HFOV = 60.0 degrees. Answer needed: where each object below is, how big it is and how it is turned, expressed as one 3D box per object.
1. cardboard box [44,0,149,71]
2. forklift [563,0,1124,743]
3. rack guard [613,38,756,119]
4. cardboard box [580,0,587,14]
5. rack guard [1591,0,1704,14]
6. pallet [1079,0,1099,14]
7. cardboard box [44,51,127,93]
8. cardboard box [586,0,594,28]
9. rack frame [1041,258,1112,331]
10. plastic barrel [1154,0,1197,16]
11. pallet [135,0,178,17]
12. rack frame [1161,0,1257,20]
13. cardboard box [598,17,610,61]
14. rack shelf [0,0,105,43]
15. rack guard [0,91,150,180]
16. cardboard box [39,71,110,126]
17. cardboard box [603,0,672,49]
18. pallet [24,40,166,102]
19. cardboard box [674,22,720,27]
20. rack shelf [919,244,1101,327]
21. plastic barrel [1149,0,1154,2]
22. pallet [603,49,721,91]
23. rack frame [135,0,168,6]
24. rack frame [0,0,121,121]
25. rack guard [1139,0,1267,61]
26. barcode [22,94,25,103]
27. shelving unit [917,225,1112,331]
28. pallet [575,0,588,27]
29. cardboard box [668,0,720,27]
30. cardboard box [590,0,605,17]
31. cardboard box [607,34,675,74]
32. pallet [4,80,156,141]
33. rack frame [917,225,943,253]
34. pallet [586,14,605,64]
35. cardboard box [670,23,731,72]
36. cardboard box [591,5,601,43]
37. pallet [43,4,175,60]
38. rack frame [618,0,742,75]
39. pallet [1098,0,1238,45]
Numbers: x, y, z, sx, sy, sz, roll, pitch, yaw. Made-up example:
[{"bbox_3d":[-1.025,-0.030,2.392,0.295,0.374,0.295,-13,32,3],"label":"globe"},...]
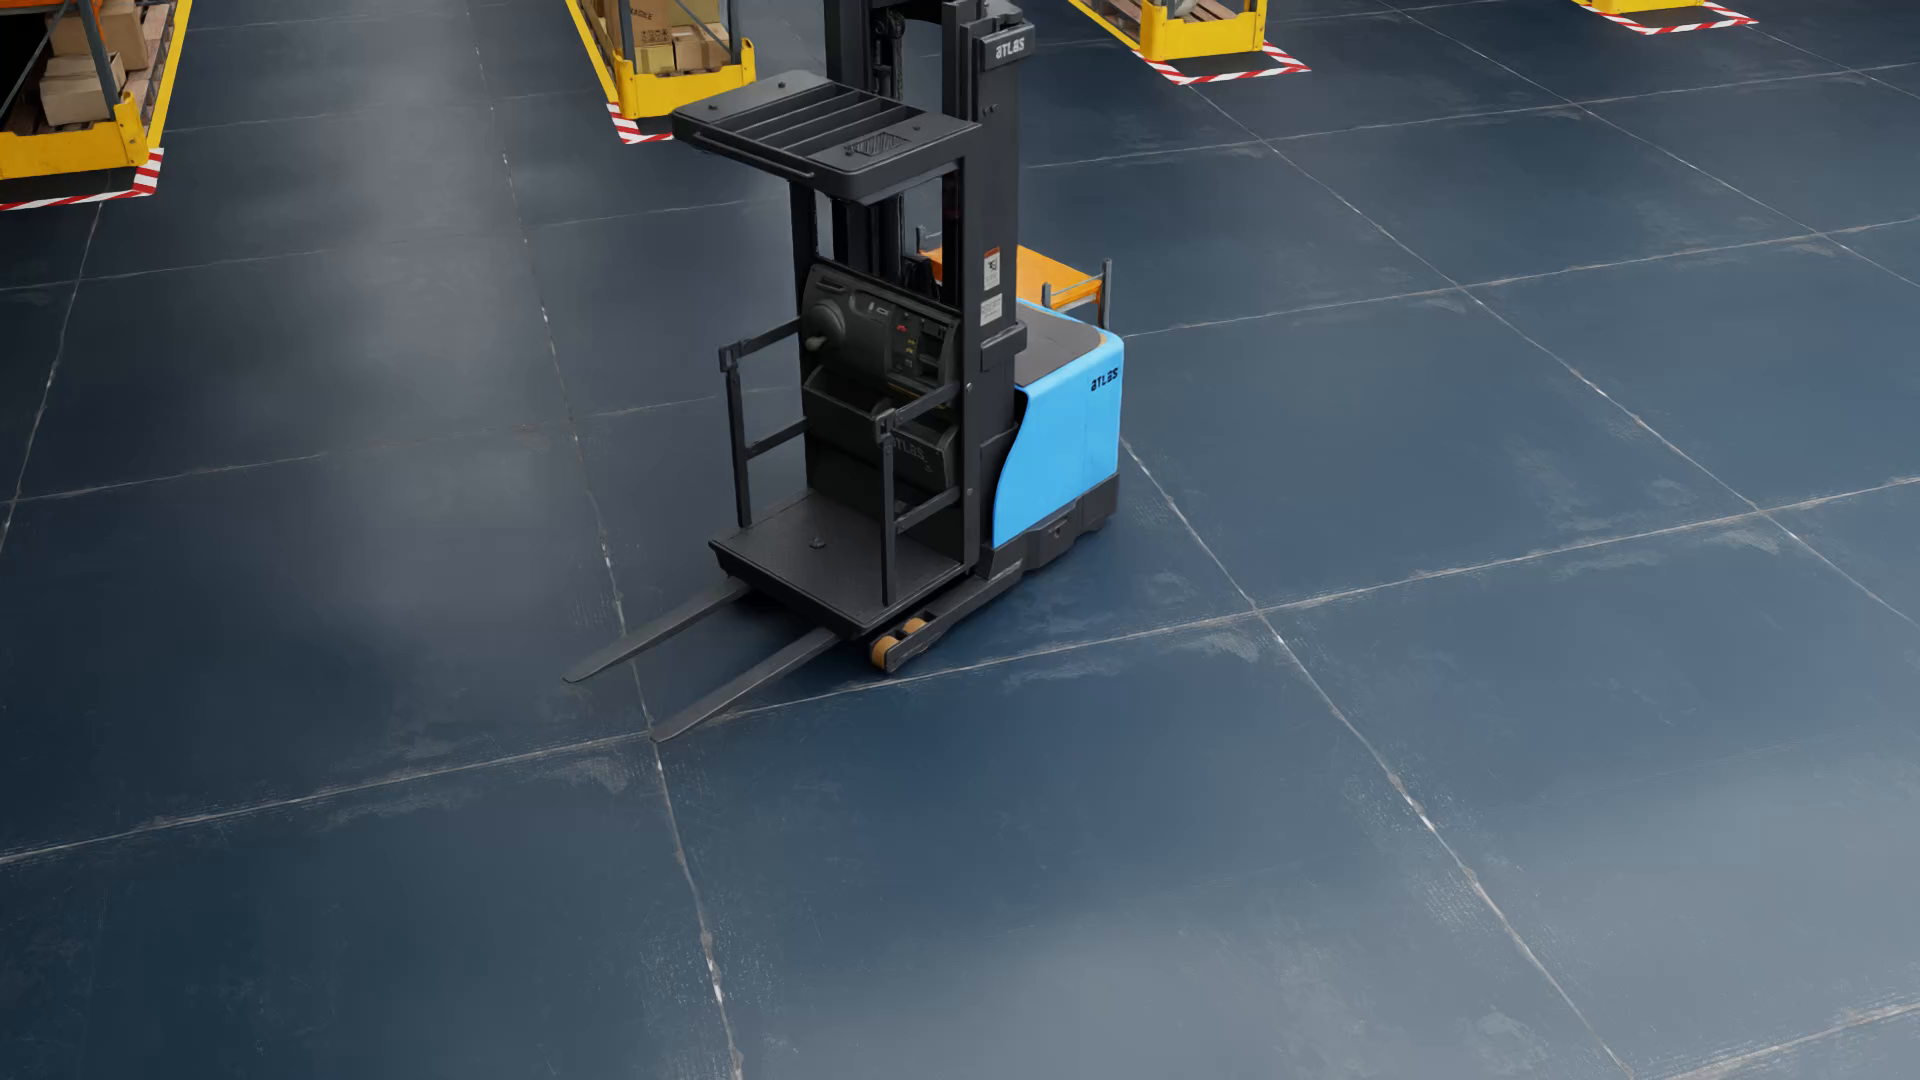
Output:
[{"bbox_3d":[-7.556,-4.409,14.569,0.700,0.500,0.500,-12,35,-18],"label":"cardboard box"},{"bbox_3d":[-0.516,-0.921,7.485,1.130,2.935,3.031,26,42,34],"label":"forklift"},{"bbox_3d":[-2.357,-3.976,14.314,1.175,0.500,0.348,-10,35,-15],"label":"rack guard"},{"bbox_3d":[-3.437,-5.339,16.221,0.500,0.250,0.500,-10,35,-15],"label":"cardboard box"},{"bbox_3d":[7.048,-5.693,16.911,1.175,0.500,0.348,-10,35,-15],"label":"rack guard"},{"bbox_3d":[1.675,-5.798,17.333,1.003,0.211,1.213,-10,35,-15],"label":"pallet"},{"bbox_3d":[-7.380,-3.936,14.026,0.500,0.311,0.500,-7,34,-11],"label":"cardboard box"},{"bbox_3d":[-3.278,-5.077,15.826,0.500,0.250,0.500,-10,35,-15],"label":"cardboard box"},{"bbox_3d":[0.627,-0.963,9.187,0.500,1.125,0.032,-26,41,-34],"label":"rack frame"},{"bbox_3d":[2.080,-5.333,15.975,0.421,0.512,0.421,0,33,0],"label":"plastic barrel"},{"bbox_3d":[-8.540,-5.542,16.945,1.003,0.211,1.213,-10,35,-15],"label":"pallet"},{"bbox_3d":[2.354,-5.863,14.901,1.000,3.000,0.127,-10,35,-15],"label":"rack frame"},{"bbox_3d":[-2.973,-4.552,15.031,0.500,0.250,0.500,-10,35,-15],"label":"cardboard box"},{"bbox_3d":[-7.691,-4.947,14.168,1.077,0.370,4.000,-10,35,-15],"label":"rack shelf"},{"bbox_3d":[-7.104,-3.194,13.130,1.175,0.500,0.348,-10,35,-15],"label":"rack guard"},{"bbox_3d":[-7.206,-3.637,13.573,0.500,0.311,0.500,-14,36,-20],"label":"cardboard box"},{"bbox_3d":[-2.811,-4.604,14.430,0.500,0.500,0.500,-10,35,-15],"label":"cardboard box"},{"bbox_3d":[-7.687,-4.145,14.831,1.003,0.211,1.213,-10,35,-15],"label":"pallet"},{"bbox_3d":[-2.472,-4.641,15.165,0.500,0.250,0.500,-10,35,-15],"label":"cardboard box"},{"bbox_3d":[0.290,-1.417,9.344,0.538,0.278,1.000,-26,41,-34],"label":"rack shelf"},{"bbox_3d":[1.928,-5.596,16.373,0.421,0.512,0.421,0,33,0],"label":"plastic barrel"},{"bbox_3d":[-2.638,-4.263,15.009,1.003,0.211,1.213,-10,35,-15],"label":"pallet"},{"bbox_3d":[-8.301,-6.297,15.558,1.000,3.000,0.127,-10,35,-15],"label":"rack frame"},{"bbox_3d":[-7.081,-4.197,12.380,1.000,3.000,0.127,-10,35,-15],"label":"rack frame"},{"bbox_3d":[2.286,-4.852,15.639,1.175,0.500,0.348,-10,35,-15],"label":"rack guard"},{"bbox_3d":[-7.593,-3.583,13.483,0.001,0.075,0.075,-10,35,-15],"label":"barcode"},{"bbox_3d":[0.290,-1.173,9.505,0.538,1.125,1.048,-26,41,-34],"label":"shelving unit"},{"bbox_3d":[-3.382,-5.544,16.948,1.003,0.211,1.213,-10,35,-15],"label":"pallet"},{"bbox_3d":[-2.471,-4.954,14.959,0.500,0.500,0.500,-10,35,-15],"label":"cardboard box"},{"bbox_3d":[-3.130,-5.127,15.221,0.500,0.500,0.500,-10,35,-15],"label":"cardboard box"},{"bbox_3d":[-2.809,-4.292,14.637,0.500,0.250,0.500,-10,35,-15],"label":"cardboard box"},{"bbox_3d":[-7.318,-3.506,13.864,1.003,0.211,1.213,-10,35,-15],"label":"pallet"},{"bbox_3d":[-0.046,-1.383,9.823,0.500,1.125,0.032,-26,41,-34],"label":"rack frame"},{"bbox_3d":[-3.006,-4.902,15.977,1.003,0.211,1.213,-10,35,-15],"label":"pallet"},{"bbox_3d":[-2.316,-4.379,14.769,0.500,0.250,0.500,-10,35,-15],"label":"cardboard box"},{"bbox_3d":[-3.128,-4.814,15.428,0.500,0.250,0.500,-10,35,-15],"label":"cardboard box"},{"bbox_3d":[-8.063,-4.787,15.802,1.003,0.211,1.213,-10,35,-15],"label":"pallet"},{"bbox_3d":[-2.364,-5.032,13.644,1.000,3.000,0.127,-10,35,-15],"label":"rack frame"},{"bbox_3d":[2.043,-5.159,16.365,1.003,0.211,1.213,-10,35,-15],"label":"pallet"}]
